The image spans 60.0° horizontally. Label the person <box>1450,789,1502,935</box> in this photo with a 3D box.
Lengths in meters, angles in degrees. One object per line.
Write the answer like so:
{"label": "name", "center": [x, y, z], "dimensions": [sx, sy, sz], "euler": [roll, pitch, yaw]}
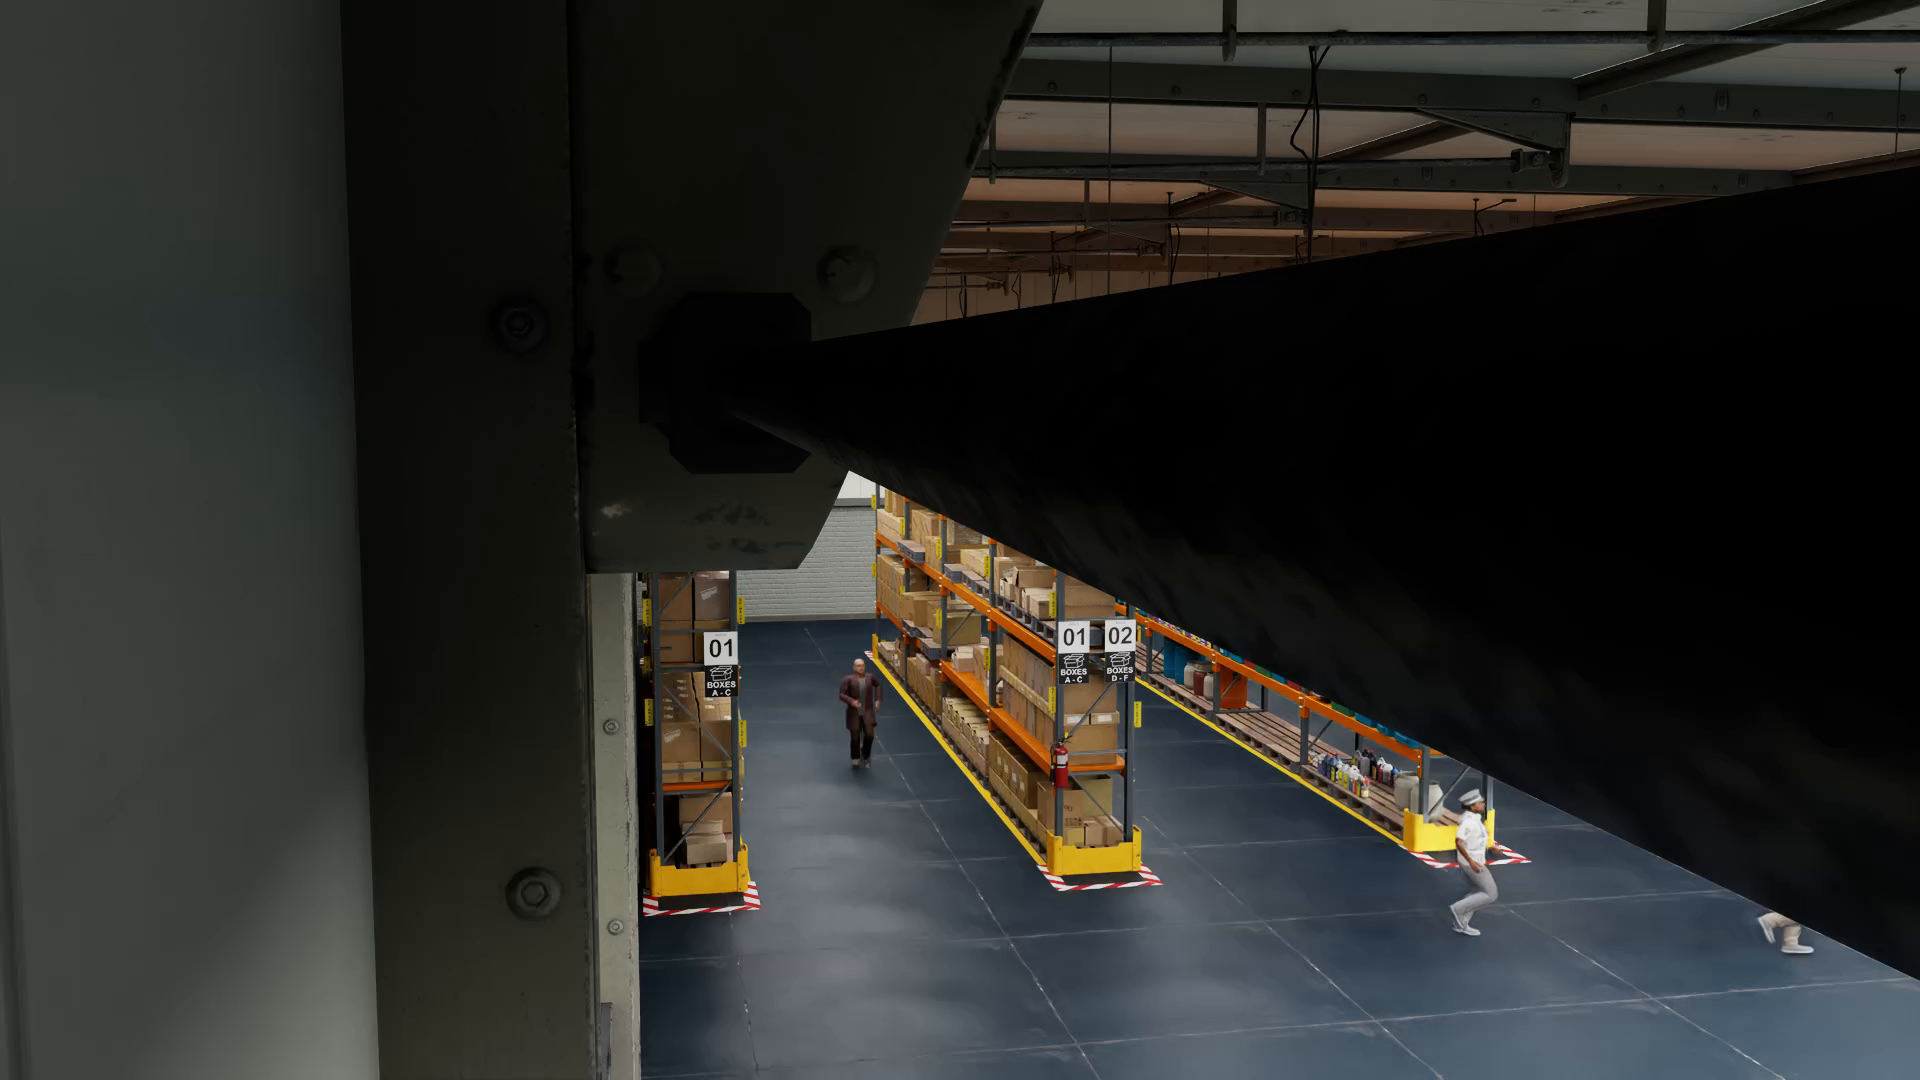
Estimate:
{"label": "person", "center": [5.786, 3.605, 18.597], "dimensions": [0.532, 1.661, 0.575], "euler": [1, 6, 13]}

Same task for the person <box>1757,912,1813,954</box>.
{"label": "person", "center": [8.949, 3.650, 18.005], "dimensions": [0.622, 1.676, 0.679], "euler": [1, 6, 6]}

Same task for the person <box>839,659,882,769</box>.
{"label": "person", "center": [-1.557, 2.767, 26.319], "dimensions": [0.732, 1.798, 0.744], "euler": [-2, 6, -16]}
